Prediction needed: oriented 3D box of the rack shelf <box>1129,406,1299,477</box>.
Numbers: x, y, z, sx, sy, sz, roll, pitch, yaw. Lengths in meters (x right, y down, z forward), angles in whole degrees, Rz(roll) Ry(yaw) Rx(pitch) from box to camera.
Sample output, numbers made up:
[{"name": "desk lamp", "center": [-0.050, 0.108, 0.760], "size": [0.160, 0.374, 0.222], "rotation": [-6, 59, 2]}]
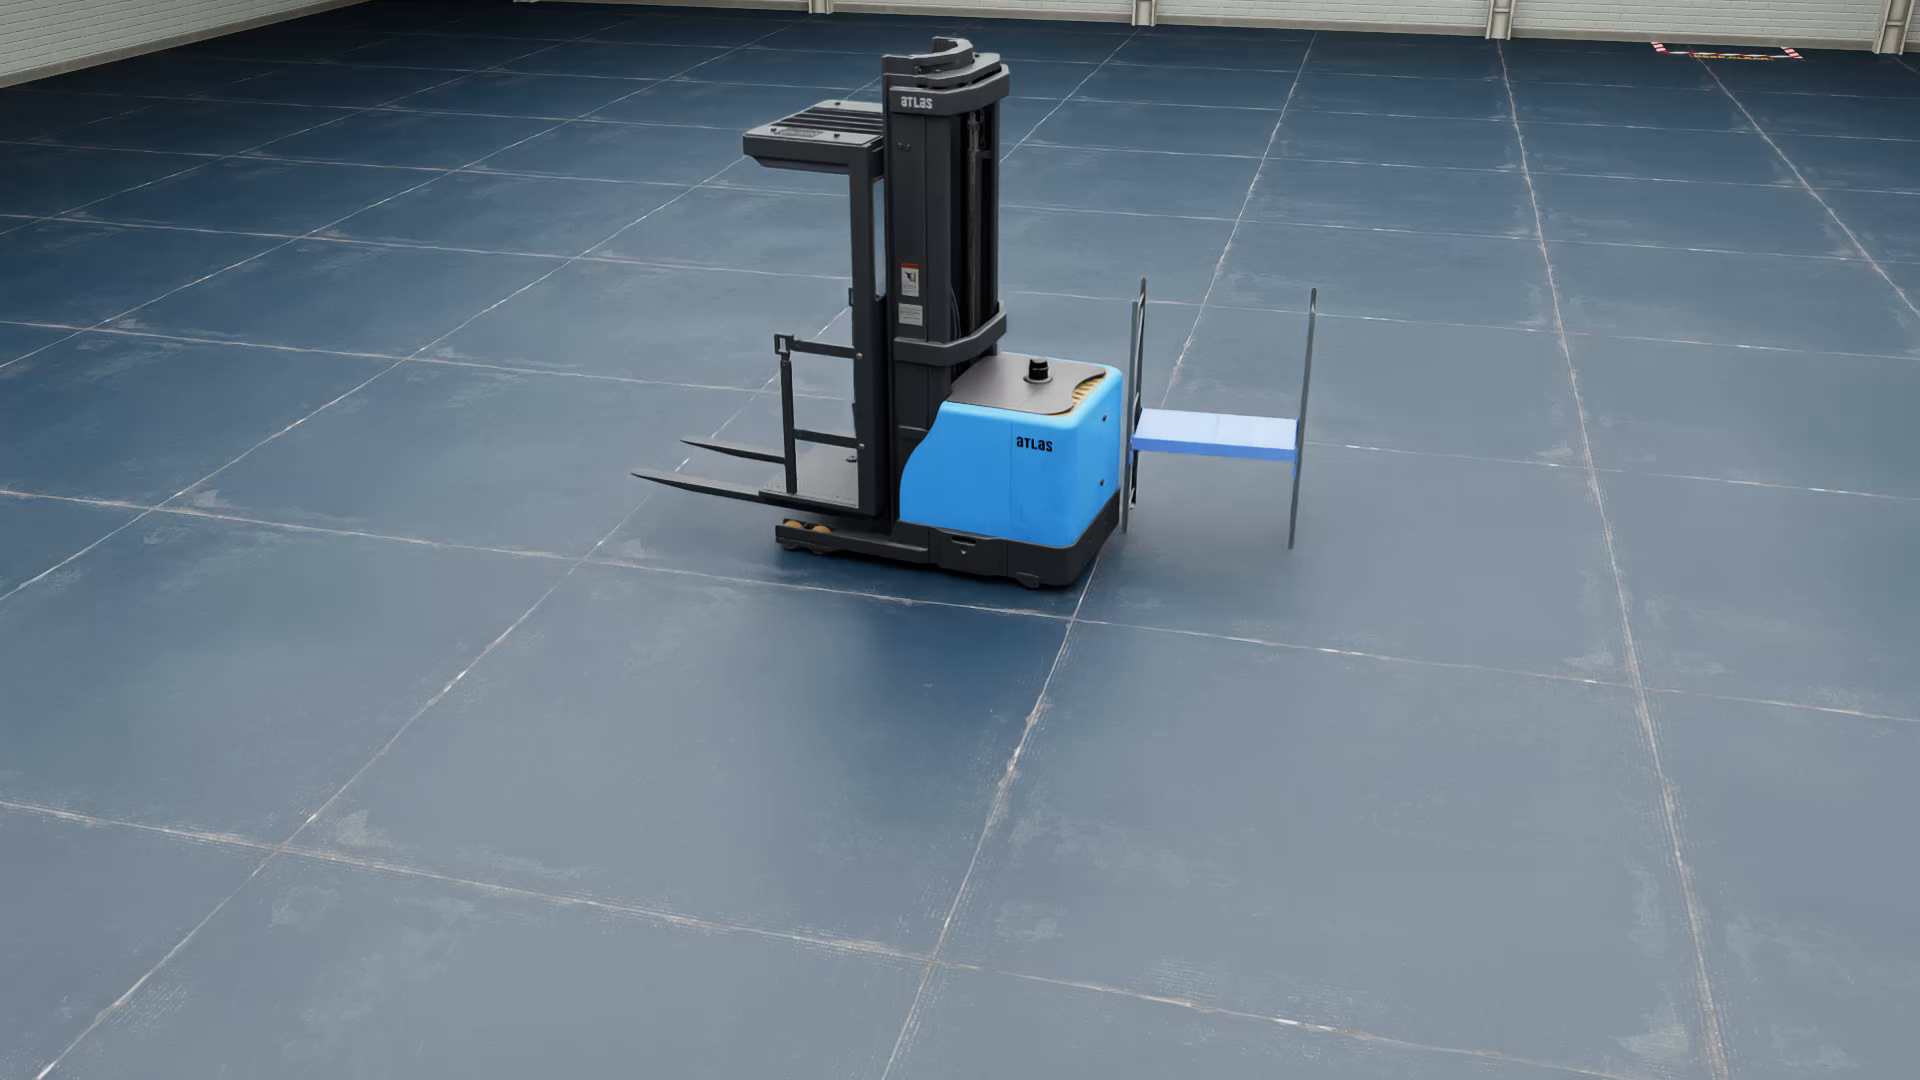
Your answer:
[{"name": "rack shelf", "center": [1.568, -0.610, 10.205], "size": [1.000, 0.185, 0.538], "rotation": [5, 26, 11]}]

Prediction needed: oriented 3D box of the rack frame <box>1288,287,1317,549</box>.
[{"name": "rack frame", "center": [2.066, -0.728, 10.034], "size": [0.032, 1.500, 0.500], "rotation": [5, 26, 11]}]

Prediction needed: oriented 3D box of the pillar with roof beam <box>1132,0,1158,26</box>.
[{"name": "pillar with roof beam", "center": [2.181, -11.383, 23.691], "size": [0.400, 9.000, 9.100], "rotation": [6, 26, 13]}]

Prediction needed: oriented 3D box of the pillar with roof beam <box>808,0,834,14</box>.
[{"name": "pillar with roof beam", "center": [-3.630, -12.025, 25.040], "size": [0.400, 9.000, 9.100], "rotation": [6, 26, 13]}]

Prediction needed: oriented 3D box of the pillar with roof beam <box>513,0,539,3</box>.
[{"name": "pillar with roof beam", "center": [-9.441, -12.668, 26.389], "size": [0.400, 9.000, 9.100], "rotation": [6, 26, 13]}]

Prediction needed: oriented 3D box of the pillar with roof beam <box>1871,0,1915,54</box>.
[{"name": "pillar with roof beam", "center": [13.803, -10.098, 20.993], "size": [0.400, 9.000, 9.100], "rotation": [6, 26, 13]}]

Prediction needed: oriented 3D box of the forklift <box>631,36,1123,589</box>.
[{"name": "forklift", "center": [-0.580, -1.437, 9.859], "size": [3.031, 2.935, 1.130], "rotation": [10, 27, 20]}]

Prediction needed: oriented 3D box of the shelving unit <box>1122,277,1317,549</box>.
[{"name": "shelving unit", "center": [1.568, -0.773, 10.128], "size": [1.048, 1.500, 0.538], "rotation": [5, 26, 11]}]

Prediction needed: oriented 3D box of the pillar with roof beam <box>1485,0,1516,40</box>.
[{"name": "pillar with roof beam", "center": [7.992, -10.741, 22.342], "size": [0.400, 9.000, 9.100], "rotation": [6, 26, 13]}]

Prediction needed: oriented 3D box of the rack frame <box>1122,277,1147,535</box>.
[{"name": "rack frame", "center": [1.071, -0.817, 10.222], "size": [0.032, 1.500, 0.500], "rotation": [5, 26, 11]}]
